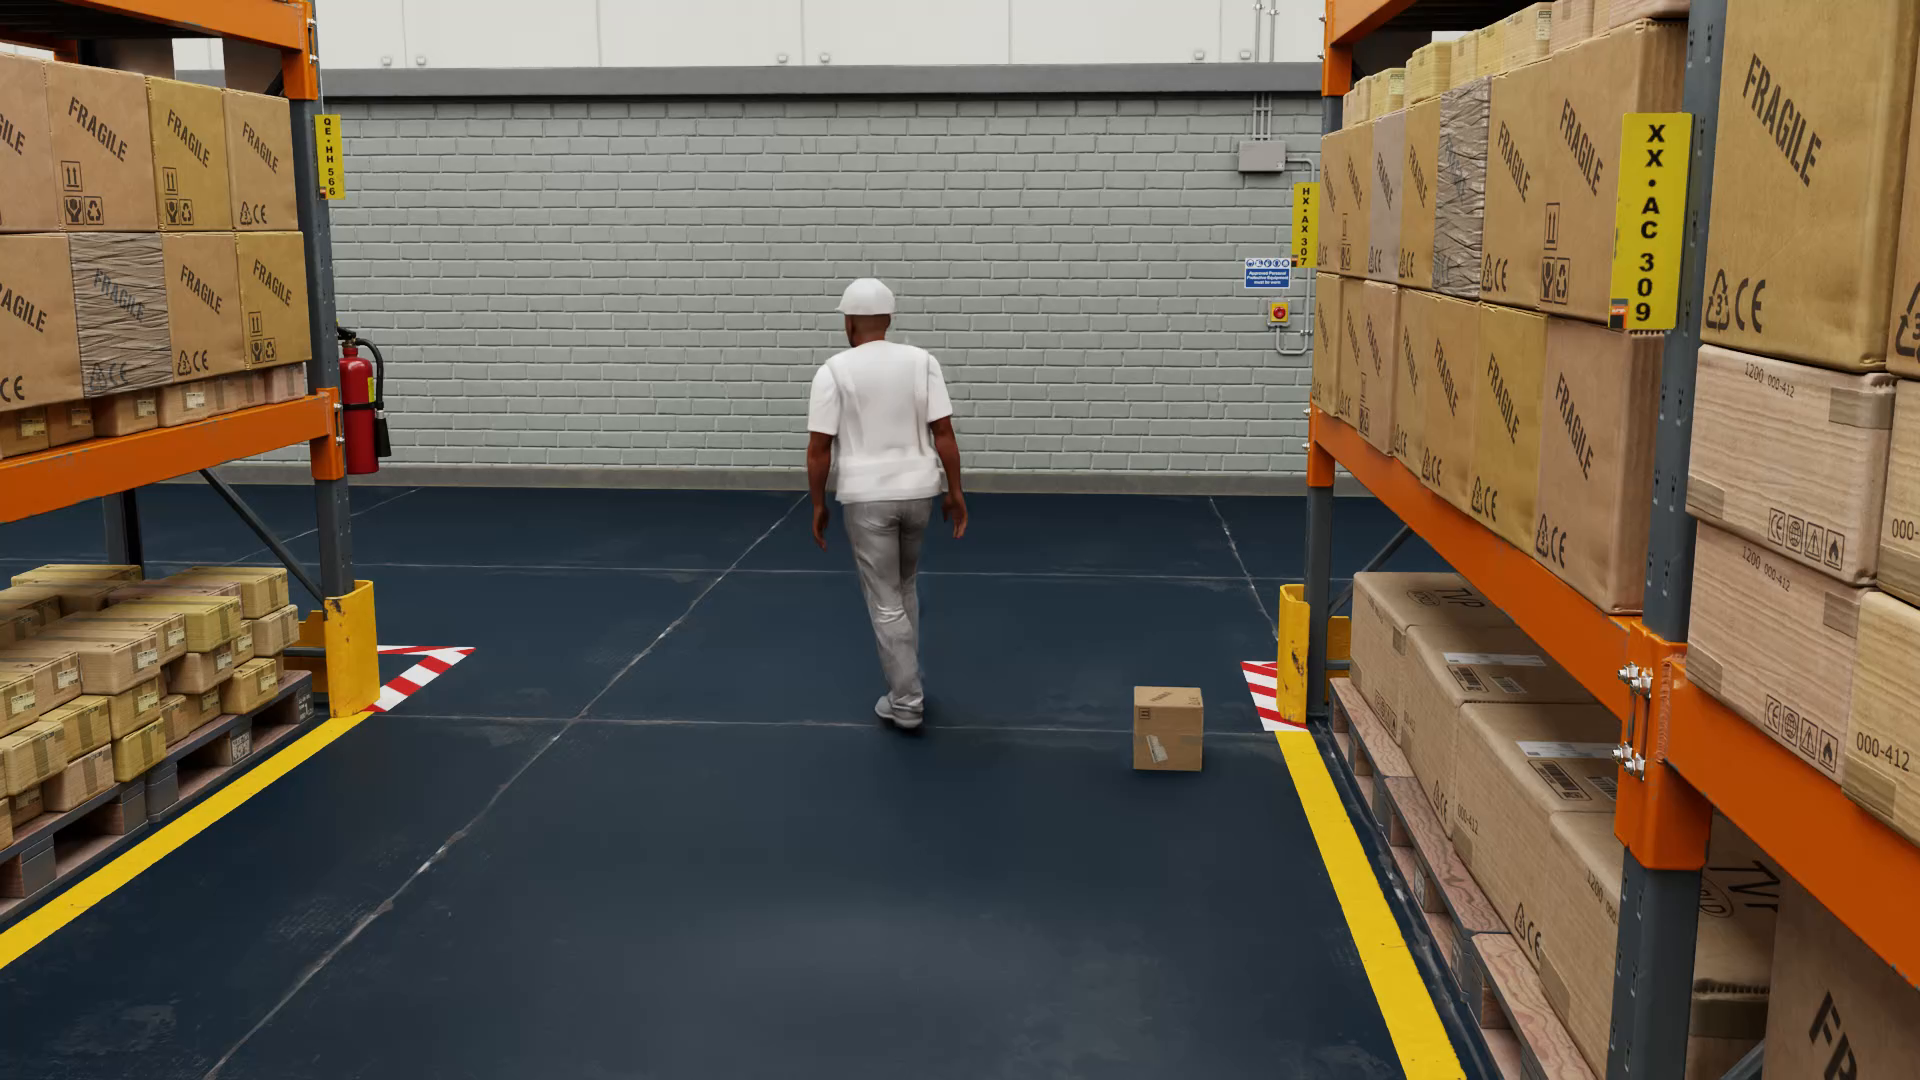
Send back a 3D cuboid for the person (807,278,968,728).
[{"bbox_3d":[-0.291,-0.132,6.593,0.602,1.784,0.570,-5,12,-26],"label":"person"}]
